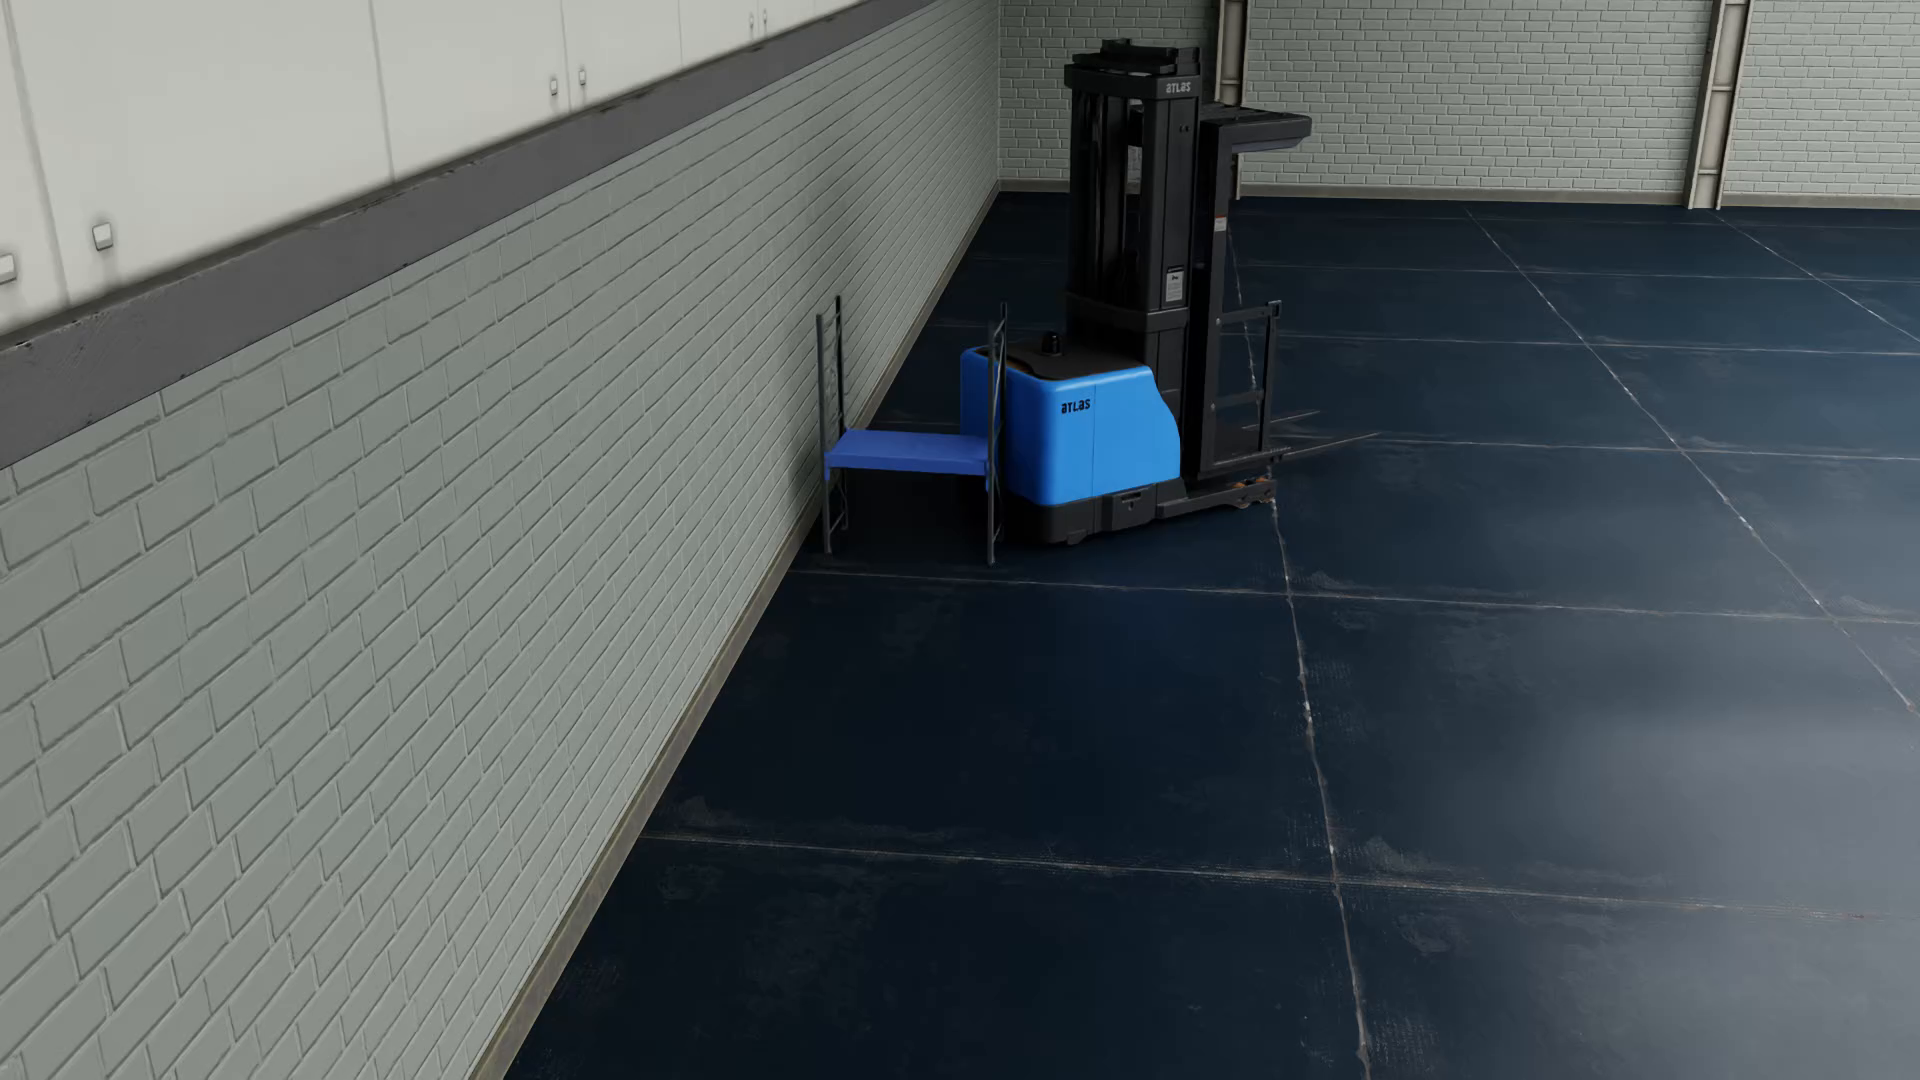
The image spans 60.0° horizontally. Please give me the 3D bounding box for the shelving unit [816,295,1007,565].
[{"bbox_3d":[-0.279,-0.669,10.092,1.048,1.500,0.538,4,22,9],"label":"shelving unit"}]

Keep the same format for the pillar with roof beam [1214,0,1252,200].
[{"bbox_3d":[2.957,-7.110,16.185,0.400,9.000,9.100,2,22,6],"label":"pillar with roof beam"}]

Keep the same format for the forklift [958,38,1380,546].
[{"bbox_3d":[1.509,-1.720,10.805,3.031,2.935,1.130,-13,25,-30],"label":"forklift"}]

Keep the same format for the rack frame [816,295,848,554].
[{"bbox_3d":[-0.779,-0.702,10.175,0.032,1.500,0.500,4,22,9],"label":"rack frame"}]

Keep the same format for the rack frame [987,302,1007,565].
[{"bbox_3d":[0.222,-0.636,10.010,0.032,1.500,0.500,4,22,9],"label":"rack frame"}]

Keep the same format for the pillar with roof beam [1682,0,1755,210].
[{"bbox_3d":[8.915,-6.851,15.528,0.400,9.000,9.100,2,22,6],"label":"pillar with roof beam"}]

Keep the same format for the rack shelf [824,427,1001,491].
[{"bbox_3d":[-0.279,-0.502,10.159,1.000,0.185,0.538,4,22,9],"label":"rack shelf"}]
